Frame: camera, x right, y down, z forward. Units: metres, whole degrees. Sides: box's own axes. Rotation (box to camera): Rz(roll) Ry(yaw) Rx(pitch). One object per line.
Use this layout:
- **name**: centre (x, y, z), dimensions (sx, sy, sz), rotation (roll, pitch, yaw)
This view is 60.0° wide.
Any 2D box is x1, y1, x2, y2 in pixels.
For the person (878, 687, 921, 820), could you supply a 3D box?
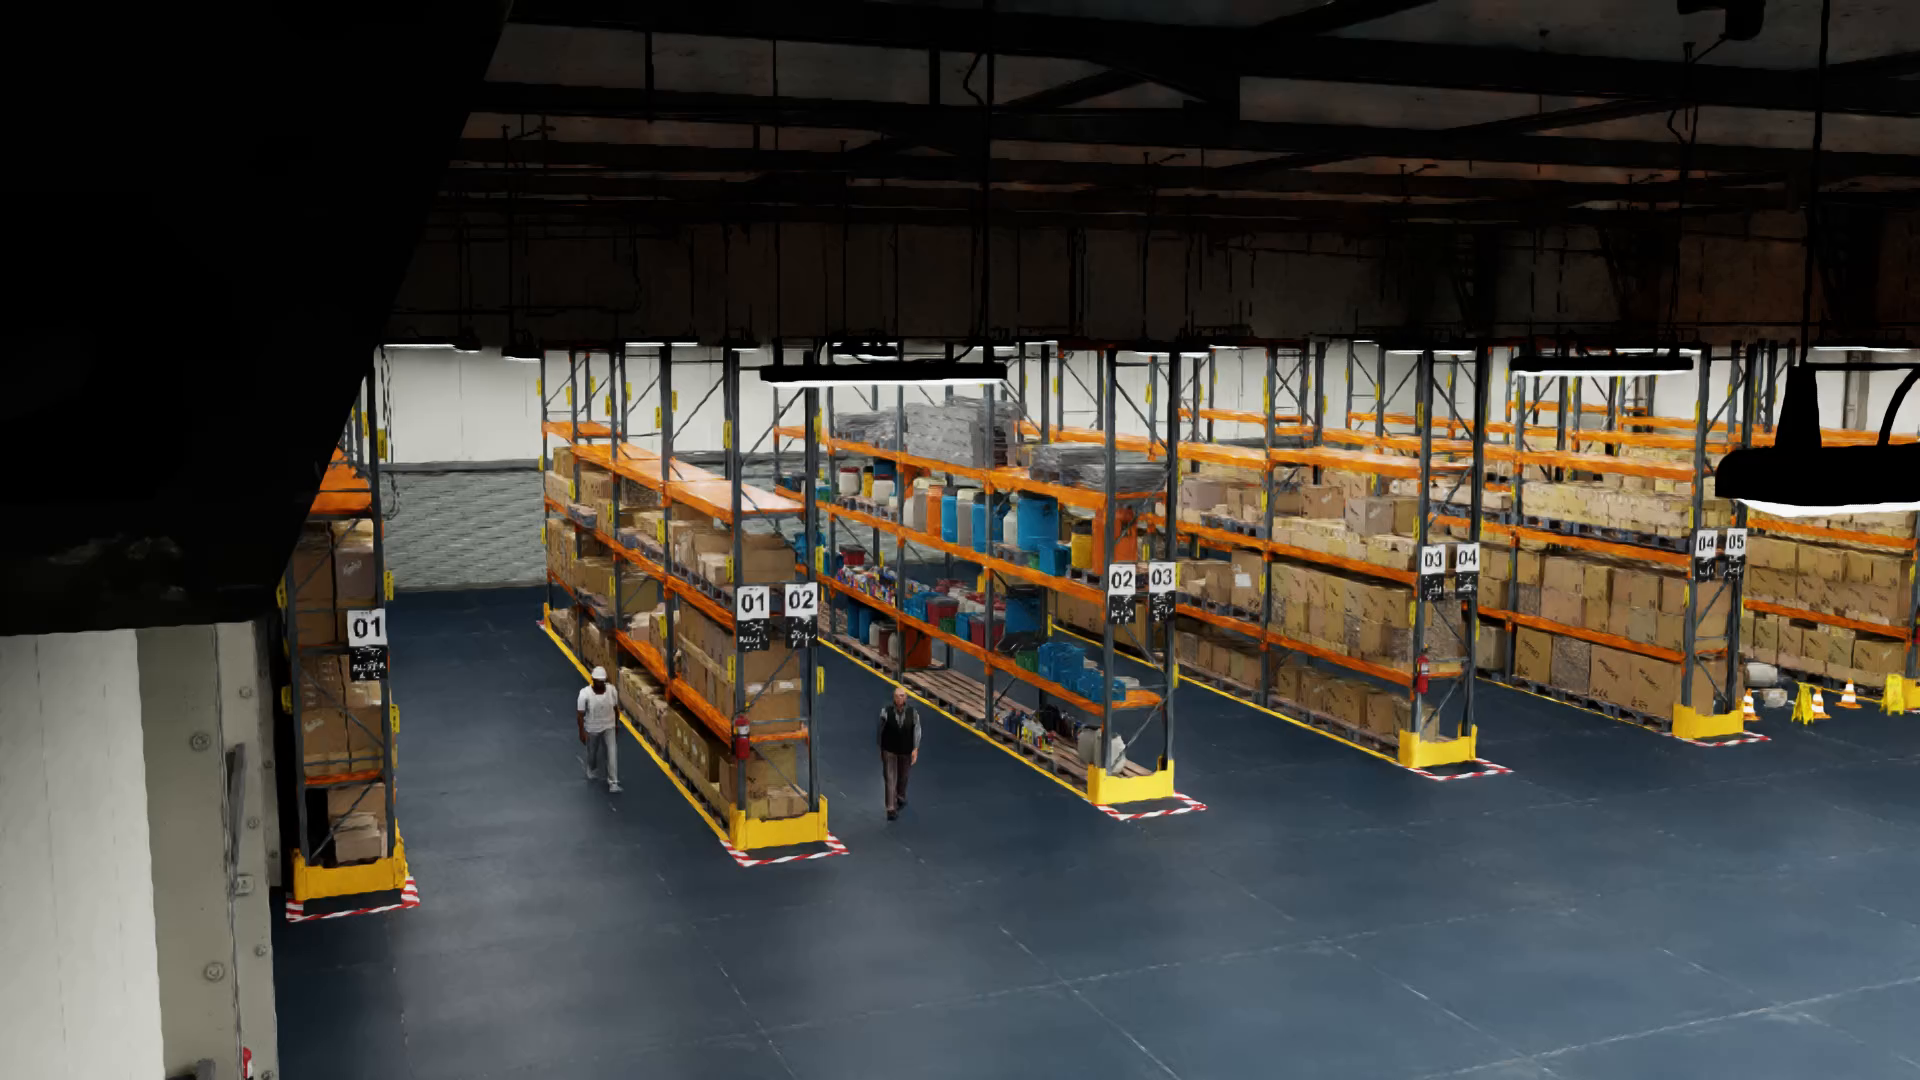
- **person**: centre (-0.775, 2.717, 21.453), dimensions (0.539, 1.663, 1.033), rotation (-2, 8, -12)

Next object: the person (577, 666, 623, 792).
- **person**: centre (-4.916, 2.544, 22.660), dimensions (0.577, 1.691, 1.121), rotation (-3, 8, -19)
